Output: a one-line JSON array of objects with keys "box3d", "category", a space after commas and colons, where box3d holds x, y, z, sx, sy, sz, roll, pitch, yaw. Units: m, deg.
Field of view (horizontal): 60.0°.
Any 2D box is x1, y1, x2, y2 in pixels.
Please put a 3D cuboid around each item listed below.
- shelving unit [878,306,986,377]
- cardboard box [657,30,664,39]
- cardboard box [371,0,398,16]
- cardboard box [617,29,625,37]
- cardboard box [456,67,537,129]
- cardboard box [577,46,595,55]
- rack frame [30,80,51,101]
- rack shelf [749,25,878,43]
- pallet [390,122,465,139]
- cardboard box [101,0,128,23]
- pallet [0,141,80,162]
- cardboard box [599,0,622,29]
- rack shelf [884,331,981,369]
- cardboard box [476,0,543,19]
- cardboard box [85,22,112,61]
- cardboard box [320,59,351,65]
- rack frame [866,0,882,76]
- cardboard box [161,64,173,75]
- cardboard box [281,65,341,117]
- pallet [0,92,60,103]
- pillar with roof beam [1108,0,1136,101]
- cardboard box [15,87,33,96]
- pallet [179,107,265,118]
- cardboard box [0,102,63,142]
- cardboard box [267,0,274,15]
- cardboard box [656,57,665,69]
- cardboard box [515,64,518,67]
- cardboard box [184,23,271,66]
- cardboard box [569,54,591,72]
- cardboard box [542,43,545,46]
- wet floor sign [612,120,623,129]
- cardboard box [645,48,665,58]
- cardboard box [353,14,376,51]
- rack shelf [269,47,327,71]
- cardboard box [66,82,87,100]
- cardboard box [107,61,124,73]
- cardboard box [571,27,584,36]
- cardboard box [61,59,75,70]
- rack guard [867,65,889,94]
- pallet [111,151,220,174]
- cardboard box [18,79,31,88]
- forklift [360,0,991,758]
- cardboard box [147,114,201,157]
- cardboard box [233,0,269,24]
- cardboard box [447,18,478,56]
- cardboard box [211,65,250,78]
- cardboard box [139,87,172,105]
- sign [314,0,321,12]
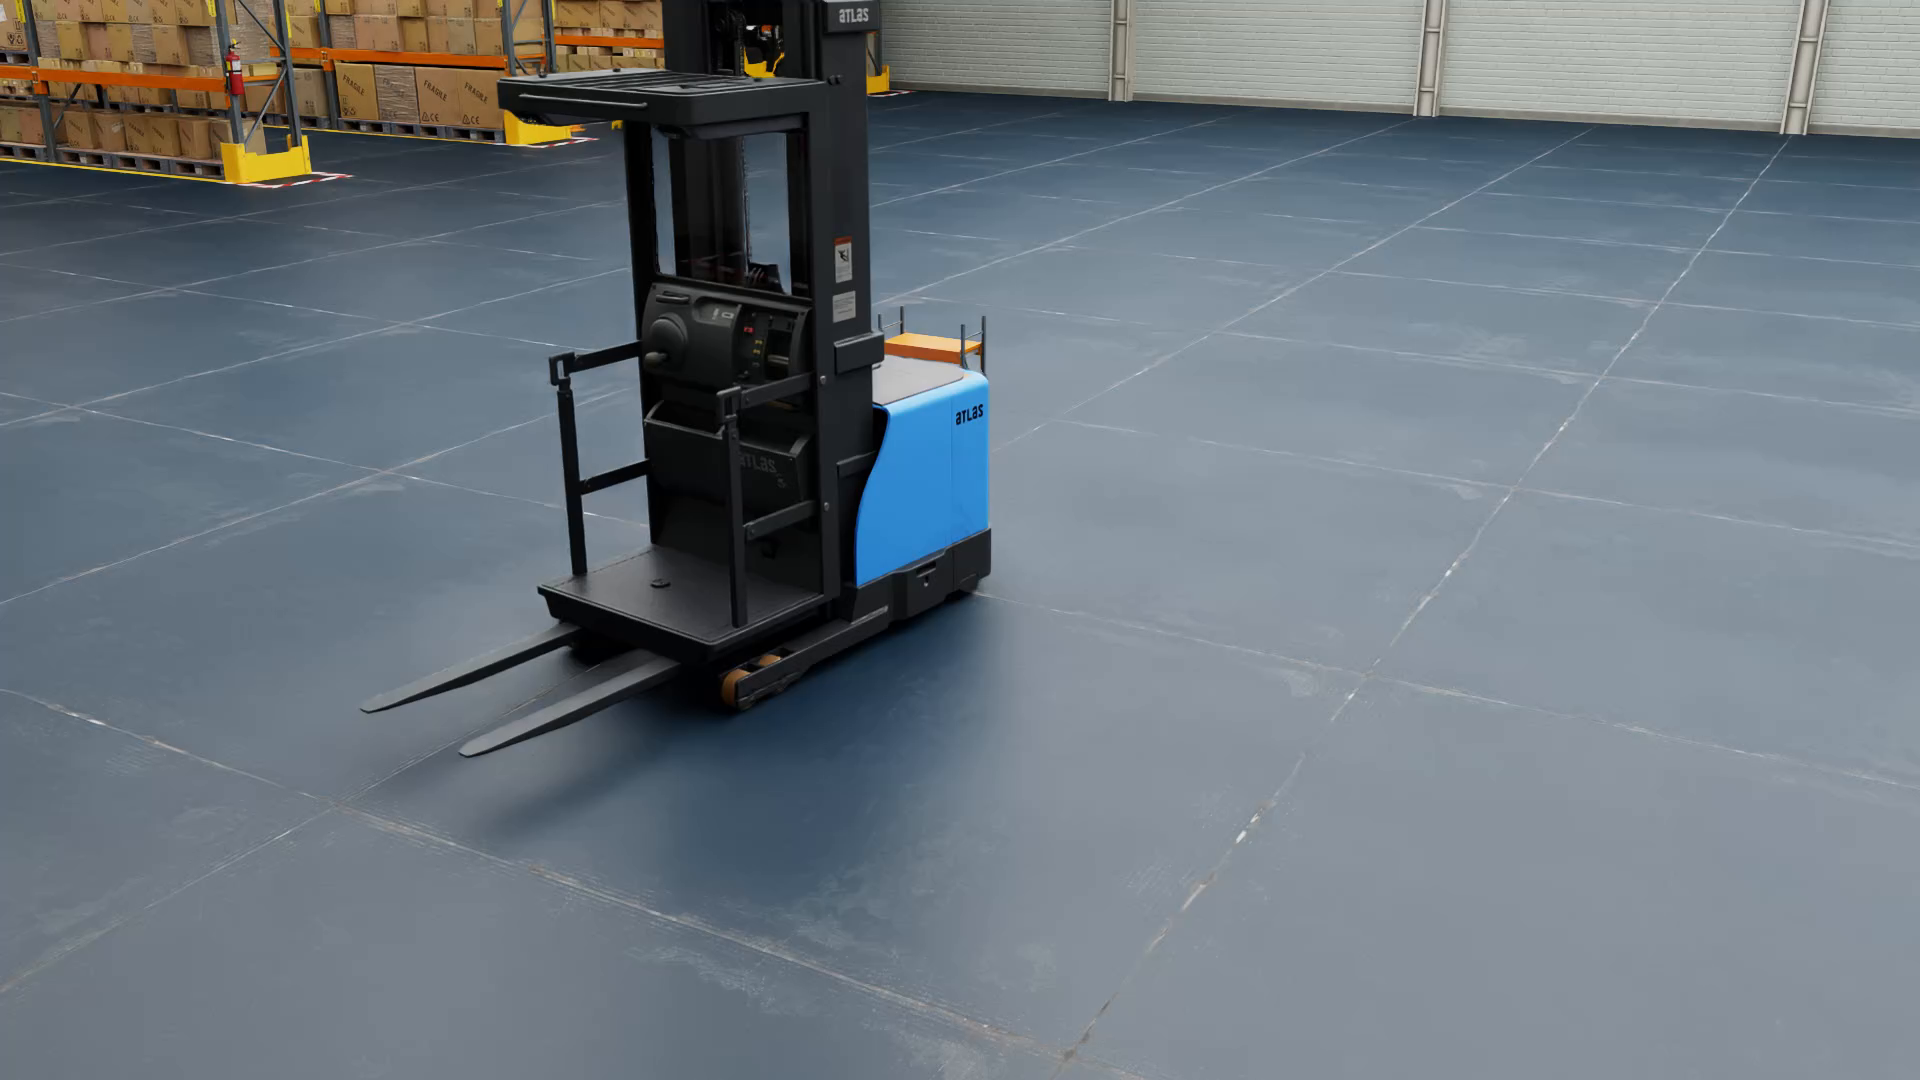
[{"box3d": [-0.145, -0.592, 8.736, 0.503, 1.200, 0.258, 11, 23, 27], "category": "shelving unit"}, {"box3d": [-5.247, -9.131, 30.008, 0.250, 0.149, 0.380, 10, 22, 26], "category": "cardboard box"}, {"box3d": [-8.899, -8.687, 26.610, 0.550, 0.550, 0.875, 11, 23, 27], "category": "cardboard box"}, {"box3d": [-6.083, -9.333, 30.564, 0.250, 0.149, 0.380, 11, 23, 27], "category": "cardboard box"}, {"box3d": [-7.278, -6.994, 26.248, 0.875, 0.875, 0.875, 11, 23, 28], "category": "cardboard box"}, {"box3d": [-6.907, -9.118, 30.969, 0.250, 0.149, 0.380, 12, 23, 29], "category": "cardboard box"}, {"box3d": [-17.130, -9.698, 31.202, 0.127, 3.000, 1.000, 11, 23, 27], "category": "rack frame"}, {"box3d": [-3.656, -10.666, 34.924, 4.000, 0.370, 1.077, 11, 23, 27], "category": "rack shelf"}, {"box3d": [-8.451, -6.704, 27.038, 1.213, 0.211, 1.003, 11, 23, 27], "category": "pallet"}, {"box3d": [-11.068, -7.168, 22.179, 0.500, 0.500, 0.500, 11, 23, 27], "category": "cardboard box"}, {"box3d": [-13.333, -5.726, 24.341, 1.213, 0.211, 1.003, 11, 23, 27], "category": "pallet"}, {"box3d": [-6.239, -9.647, 30.477, 0.500, 0.500, 0.500, 11, 23, 28], "category": "cardboard box"}, {"box3d": [-0.145, -0.961, 8.602, 0.480, 0.148, 0.258, 11, 23, 27], "category": "rack shelf"}, {"box3d": [-6.958, -8.354, 25.692, 0.550, 0.550, 0.875, 11, 23, 27], "category": "cardboard box"}, {"box3d": [-11.385, -6.855, 22.780, 0.500, 0.500, 0.875, 11, 23, 27], "category": "cardboard box"}, {"box3d": [-12.651, -10.011, 34.565, 0.875, 0.875, 0.875, 11, 23, 28], "category": "cardboard box"}, {"box3d": [-1.910, -10.671, 33.884, 0.127, 3.000, 1.000, 11, 23, 27], "category": "rack frame"}, {"box3d": [-10.380, -6.279, 22.143, 0.250, 0.149, 0.380, 11, 23, 27], "category": "cardboard box"}, {"box3d": [-10.731, -7.584, 28.057, 0.750, 0.750, 1.050, 11, 23, 27], "category": "cardboard box"}, {"box3d": [-17.733, -8.488, 31.956, 1.213, 0.211, 1.003, 11, 23, 27], "category": "pallet"}, {"box3d": [1.060, -11.596, 27.636, 0.400, 9.000, 9.100, 11, 23, 27], "category": "pillar with roof beam"}, {"box3d": [-17.638, -8.519, 31.516, 0.250, 0.149, 0.380, 11, 23, 28], "category": "cardboard box"}, {"box3d": [-12.986, -7.568, 29.420, 1.213, 0.211, 1.003, 11, 23, 27], "category": "pallet"}, {"box3d": [-13.585, -6.133, 24.394, 0.500, 0.500, 0.700, 11, 22, 27], "category": "cardboard box"}, {"box3d": [-11.473, -9.135, 28.035, 0.500, 0.500, 0.700, 11, 23, 28], "category": "cardboard box"}, {"box3d": [-5.154, -8.506, 30.232, 0.500, 0.500, 0.500, 11, 23, 28], "category": "cardboard box"}, {"box3d": [-10.258, -11.203, 38.400, 0.500, 0.500, 0.500, 12, 23, 30], "category": "cardboard box"}, {"box3d": [-9.627, -6.529, 21.883, 0.500, 0.500, 0.875, 11, 23, 27], "category": "cardboard box"}, {"box3d": [-6.963, -8.851, 31.184, 0.500, 0.500, 0.500, 12, 23, 29], "category": "cardboard box"}, {"box3d": [-9.449, -11.336, 37.815, 0.250, 0.149, 0.380, 10, 22, 25], "category": "cardboard box"}, {"box3d": [-5.662, -7.180, 27.713, 0.232, 0.644, 0.267, 7, 21, 18], "category": "wet floor sign"}, {"box3d": [-5.507, -8.852, 30.234, 0.250, 0.149, 0.380, 12, 23, 29], "category": "cardboard box"}, {"box3d": [-9.326, -8.296, 27.116, 0.550, 0.550, 0.875, 11, 23, 27], "category": "cardboard box"}, {"box3d": [-11.891, -8.362, 28.574, 4.000, 0.370, 1.077, 11, 23, 27], "category": "rack shelf"}, {"box3d": [-16.151, -8.431, 30.759, 0.500, 0.500, 0.500, 12, 23, 30], "category": "cardboard box"}, {"box3d": [-11.296, -6.419, 22.530, 0.250, 0.149, 0.380, 11, 23, 27], "category": "cardboard box"}, {"box3d": [-7.010, -9.479, 30.966, 0.250, 0.149, 0.380, 12, 23, 29], "category": "cardboard box"}, {"box3d": [-12.168, -6.586, 22.990, 0.250, 0.149, 0.380, 11, 23, 27], "category": "cardboard box"}, {"box3d": [-1.889, -9.492, 34.300, 0.348, 0.500, 1.175, 11, 23, 27], "category": "rack guard"}, {"box3d": [-10.980, -5.293, 23.148, 1.213, 0.211, 1.003, 11, 23, 27], "category": "pallet"}, {"box3d": [-17.560, -8.653, 31.449, 0.250, 0.149, 0.380, 11, 23, 28], "category": "cardboard box"}, {"box3d": [-1.138, -0.860, 6.938, 1.130, 2.935, 3.031, 15, 25, 35], "category": "forklift"}, {"box3d": [-10.773, -5.573, 22.879, 0.500, 0.500, 0.500, 13, 24, 32], "category": "cardboard box"}, {"box3d": [-9.508, -7.072, 21.913, 0.500, 0.500, 0.500, 11, 23, 27], "category": "cardboard box"}, {"box3d": [-7.490, -7.906, 26.042, 0.550, 0.550, 0.875, 11, 23, 27], "category": "cardboard box"}, {"box3d": [-9.510, -6.111, 21.680, 0.250, 0.149, 0.380, 11, 23, 27], "category": "cardboard box"}, {"box3d": [-14.340, -8.087, 29.810, 0.500, 0.500, 0.500, 11, 23, 27], "category": "cardboard box"}, {"box3d": [-10.402, -8.712, 26.900, 0.005, 0.325, 0.100, 11, 23, 27], "category": "sign"}]
